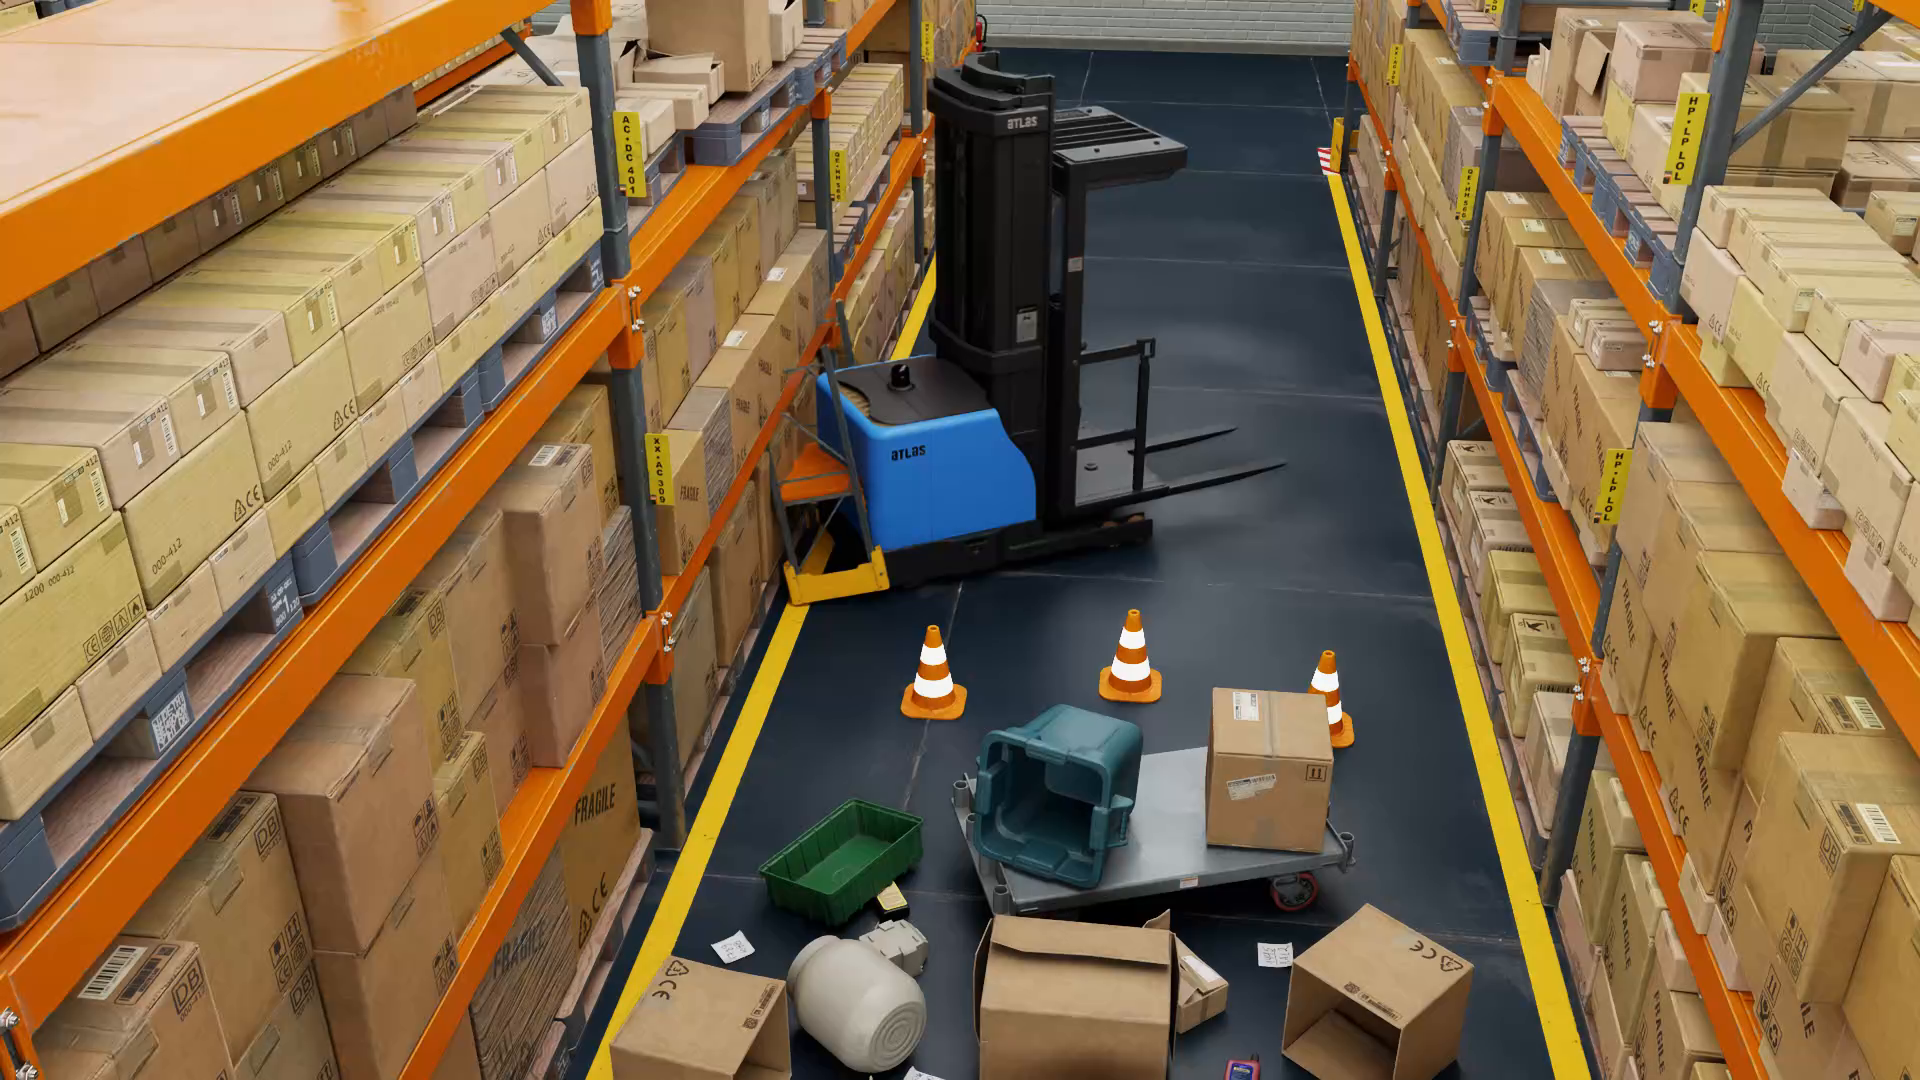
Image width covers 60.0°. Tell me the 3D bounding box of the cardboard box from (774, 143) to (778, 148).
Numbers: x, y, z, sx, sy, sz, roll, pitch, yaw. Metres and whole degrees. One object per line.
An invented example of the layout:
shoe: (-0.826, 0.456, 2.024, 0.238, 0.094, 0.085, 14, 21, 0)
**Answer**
cardboard box: (-1.547, -2.862, 12.201, 0.380, 0.149, 0.250, 4, 29, 7)

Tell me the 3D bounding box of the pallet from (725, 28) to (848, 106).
pallet: (-1.338, -2.722, 9.468, 1.213, 0.211, 1.003, 5, 29, 9)

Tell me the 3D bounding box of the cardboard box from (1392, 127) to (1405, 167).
cardboard box: (3.788, -3.176, 13.432, 0.500, 0.250, 0.500, 3, 28, 5)

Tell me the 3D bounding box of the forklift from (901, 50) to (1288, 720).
forklift: (0.778, -1.135, 9.558, 3.379, 2.935, 2.434, -12, 31, -21)

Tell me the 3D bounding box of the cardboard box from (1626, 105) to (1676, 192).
cardboard box: (3.118, -1.628, 6.955, 0.500, 0.250, 0.500, 4, 29, 7)

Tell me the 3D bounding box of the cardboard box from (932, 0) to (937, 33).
cardboard box: (-0.476, -4.732, 14.689, 0.500, 0.500, 0.500, 3, 28, 5)

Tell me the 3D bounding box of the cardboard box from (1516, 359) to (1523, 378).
cardboard box: (3.236, -0.979, 9.019, 0.380, 0.149, 0.250, 5, 29, 9)

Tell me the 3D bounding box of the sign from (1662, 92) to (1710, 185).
sign: (2.572, -1.420, 5.892, 0.100, 0.325, 0.005, 3, 28, 6)

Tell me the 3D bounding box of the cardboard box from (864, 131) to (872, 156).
cardboard box: (-0.868, -2.945, 12.355, 0.380, 0.149, 0.250, 4, 29, 8)

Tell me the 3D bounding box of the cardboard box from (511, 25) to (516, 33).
cardboard box: (-4.989, -5.472, 17.802, 0.380, 0.149, 0.250, 4, 29, 7)

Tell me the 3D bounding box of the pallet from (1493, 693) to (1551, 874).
pallet: (3.217, 1.193, 8.104, 1.003, 0.211, 1.213, 3, 28, 6)

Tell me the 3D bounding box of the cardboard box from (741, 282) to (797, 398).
cardboard box: (-1.224, -1.137, 9.384, 0.500, 0.500, 0.500, 3, 28, 5)

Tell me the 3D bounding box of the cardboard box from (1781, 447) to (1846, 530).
cardboard box: (2.597, -0.143, 4.748, 0.380, 0.149, 0.250, 3, 28, 5)

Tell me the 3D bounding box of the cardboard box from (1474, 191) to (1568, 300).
cardboard box: (3.329, -1.712, 9.695, 0.500, 0.500, 0.500, 3, 28, 5)

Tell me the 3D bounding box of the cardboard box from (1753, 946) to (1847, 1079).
cardboard box: (2.557, 1.298, 4.551, 0.500, 0.500, 0.500, 3, 28, 6)

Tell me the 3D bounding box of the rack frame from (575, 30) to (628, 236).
rack frame: (-1.802, -2.549, 5.785, 1.000, 3.000, 0.127, 3, 28, 6)

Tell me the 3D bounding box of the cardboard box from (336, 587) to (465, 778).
cardboard box: (-2.093, 0.484, 5.184, 0.875, 0.550, 0.500, 3, 28, 6)

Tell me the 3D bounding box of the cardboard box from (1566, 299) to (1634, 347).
cardboard box: (3.038, -0.999, 7.688, 0.380, 0.149, 0.250, 2, 28, 4)

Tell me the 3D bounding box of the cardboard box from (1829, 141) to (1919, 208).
cardboard box: (3.593, -1.359, 6.454, 0.500, 0.250, 0.500, 3, 28, 5)

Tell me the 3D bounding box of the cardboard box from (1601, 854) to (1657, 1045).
cardboard box: (2.729, 1.543, 6.182, 0.500, 0.500, 0.500, 4, 29, 8)

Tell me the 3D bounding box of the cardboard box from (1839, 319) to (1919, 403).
cardboard box: (2.656, -0.483, 4.538, 0.380, 0.149, 0.250, 3, 28, 5)

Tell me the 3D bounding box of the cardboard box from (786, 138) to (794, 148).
cardboard box: (-1.481, -2.974, 12.722, 0.380, 0.149, 0.250, 3, 28, 5)

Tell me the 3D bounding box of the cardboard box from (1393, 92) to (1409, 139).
cardboard box: (3.770, -3.397, 13.315, 0.500, 0.250, 0.500, 3, 28, 5)

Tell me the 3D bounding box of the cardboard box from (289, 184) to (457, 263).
cardboard box: (-1.686, -0.913, 4.787, 0.380, 0.149, 0.250, 3, 28, 6)

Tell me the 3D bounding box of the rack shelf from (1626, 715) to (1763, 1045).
rack shelf: (2.878, 1.504, 5.139, 0.919, 0.124, 3.809, 3, 28, 6)

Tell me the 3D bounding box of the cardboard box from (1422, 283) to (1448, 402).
cardboard box: (3.894, -1.540, 12.035, 0.875, 0.875, 0.875, 4, 29, 7)

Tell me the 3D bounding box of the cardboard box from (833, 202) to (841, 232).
cardboard box: (-1.023, -2.190, 11.267, 0.380, 0.149, 0.250, 5, 29, 9)

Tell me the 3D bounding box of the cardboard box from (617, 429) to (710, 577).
cardboard box: (-1.470, -0.184, 7.615, 0.500, 0.500, 0.500, 4, 29, 7)

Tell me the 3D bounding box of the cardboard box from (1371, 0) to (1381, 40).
cardboard box: (4.080, -4.870, 15.259, 0.500, 0.500, 0.500, 3, 29, 6)

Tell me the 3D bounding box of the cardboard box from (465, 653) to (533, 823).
cardboard box: (-2.063, 0.708, 5.907, 0.875, 0.550, 0.550, 3, 28, 6)

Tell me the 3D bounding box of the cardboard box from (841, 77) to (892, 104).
cardboard box: (-0.743, -3.561, 13.185, 0.380, 0.149, 0.250, 2, 28, 5)

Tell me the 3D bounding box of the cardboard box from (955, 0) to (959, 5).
cardboard box: (-0.258, -5.458, 16.037, 0.500, 0.500, 0.500, 5, 29, 9)

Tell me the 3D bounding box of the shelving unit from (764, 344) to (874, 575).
shelving unit: (-0.835, -0.534, 9.964, 0.500, 1.500, 0.985, -10, 21, 4)

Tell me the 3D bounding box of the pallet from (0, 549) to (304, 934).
pallet: (-2.211, 0.344, 3.672, 1.003, 0.211, 1.213, 3, 28, 6)

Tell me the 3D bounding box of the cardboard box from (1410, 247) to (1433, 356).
cardboard box: (4.004, -1.961, 12.816, 0.887, 0.875, 0.887, 4, 29, 7)

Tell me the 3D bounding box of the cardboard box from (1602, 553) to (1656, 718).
cardboard box: (2.793, 0.348, 6.314, 0.500, 0.500, 0.500, 3, 28, 6)

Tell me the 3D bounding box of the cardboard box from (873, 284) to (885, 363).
cardboard box: (-0.855, -1.672, 12.676, 0.500, 0.500, 0.500, 3, 28, 5)

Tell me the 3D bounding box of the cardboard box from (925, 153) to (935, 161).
cardboard box: (-0.426, -3.636, 16.064, 0.380, 0.149, 0.250, 2, 28, 4)

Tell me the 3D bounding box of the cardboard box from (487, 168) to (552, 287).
cardboard box: (-1.670, -1.037, 5.439, 0.500, 0.250, 0.500, 3, 28, 6)

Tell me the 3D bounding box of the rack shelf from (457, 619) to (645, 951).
rack shelf: (-2.047, 1.233, 5.568, 0.919, 0.052, 3.809, 3, 28, 6)

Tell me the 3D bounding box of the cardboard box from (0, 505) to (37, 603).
cardboard box: (-1.935, 0.047, 3.006, 0.380, 0.149, 0.250, 4, 29, 7)

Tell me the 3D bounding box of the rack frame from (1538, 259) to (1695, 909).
rack frame: (3.123, 0.332, 6.763, 1.000, 3.000, 0.127, 3, 28, 6)

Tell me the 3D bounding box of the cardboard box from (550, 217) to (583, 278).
cardboard box: (-1.560, -1.038, 5.860, 0.380, 0.149, 0.250, 4, 29, 7)

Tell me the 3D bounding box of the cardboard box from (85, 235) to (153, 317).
cardboard box: (-2.478, -0.411, 3.856, 0.388, 0.149, 1.526, 3, 29, 6)

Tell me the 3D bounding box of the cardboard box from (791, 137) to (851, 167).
cardboard box: (-0.965, -2.700, 11.585, 0.380, 0.149, 0.250, 2, 28, 4)

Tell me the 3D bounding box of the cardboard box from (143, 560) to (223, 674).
cardboard box: (-1.870, 0.156, 3.645, 0.380, 0.149, 0.250, 3, 29, 6)

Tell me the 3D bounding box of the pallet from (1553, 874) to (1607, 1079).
pallet: (3.076, 1.878, 6.833, 1.003, 0.211, 1.213, 3, 28, 6)

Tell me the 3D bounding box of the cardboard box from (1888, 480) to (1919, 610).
cardboard box: (2.550, 0.092, 3.891, 0.500, 0.250, 0.500, 4, 29, 8)

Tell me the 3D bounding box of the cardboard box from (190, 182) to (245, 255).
cardboard box: (-2.338, -0.947, 4.850, 0.380, 0.149, 0.250, 3, 28, 6)

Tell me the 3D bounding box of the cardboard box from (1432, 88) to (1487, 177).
cardboard box: (3.539, -2.769, 11.359, 0.500, 0.500, 0.500, 3, 28, 6)

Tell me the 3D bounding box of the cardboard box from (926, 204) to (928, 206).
cardboard box: (-0.488, -3.254, 15.669, 0.380, 0.149, 0.250, 2, 28, 4)

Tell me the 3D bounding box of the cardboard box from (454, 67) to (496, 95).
cardboard box: (-5.352, -4.407, 17.358, 0.875, 0.875, 0.875, 3, 28, 6)

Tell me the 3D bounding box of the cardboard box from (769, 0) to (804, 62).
cardboard box: (-1.142, -2.791, 8.944, 0.500, 0.311, 0.500, 3, 28, 6)

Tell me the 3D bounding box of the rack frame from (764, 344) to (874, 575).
rack frame: (-0.839, -0.356, 9.522, 0.500, 1.500, 0.032, -10, 21, 4)

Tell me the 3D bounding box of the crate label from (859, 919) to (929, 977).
crate label: (-0.294, 1.760, 7.130, 0.298, 0.136, 0.250, -17, 33, -29)

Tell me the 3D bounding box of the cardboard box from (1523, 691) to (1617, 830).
cardboard box: (3.185, 1.057, 7.745, 0.950, 0.372, 0.625, 4, 29, 7)

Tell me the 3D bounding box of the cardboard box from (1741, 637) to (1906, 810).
cardboard box: (2.708, 0.636, 4.725, 0.700, 0.500, 0.500, 3, 28, 6)

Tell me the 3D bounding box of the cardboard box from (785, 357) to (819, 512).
cardboard box: (-1.476, -0.704, 10.615, 1.050, 0.750, 0.750, 3, 28, 6)

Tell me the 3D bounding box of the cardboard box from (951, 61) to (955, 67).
cardboard box: (-0.244, -4.798, 16.551, 0.380, 0.149, 0.250, 2, 28, 4)
